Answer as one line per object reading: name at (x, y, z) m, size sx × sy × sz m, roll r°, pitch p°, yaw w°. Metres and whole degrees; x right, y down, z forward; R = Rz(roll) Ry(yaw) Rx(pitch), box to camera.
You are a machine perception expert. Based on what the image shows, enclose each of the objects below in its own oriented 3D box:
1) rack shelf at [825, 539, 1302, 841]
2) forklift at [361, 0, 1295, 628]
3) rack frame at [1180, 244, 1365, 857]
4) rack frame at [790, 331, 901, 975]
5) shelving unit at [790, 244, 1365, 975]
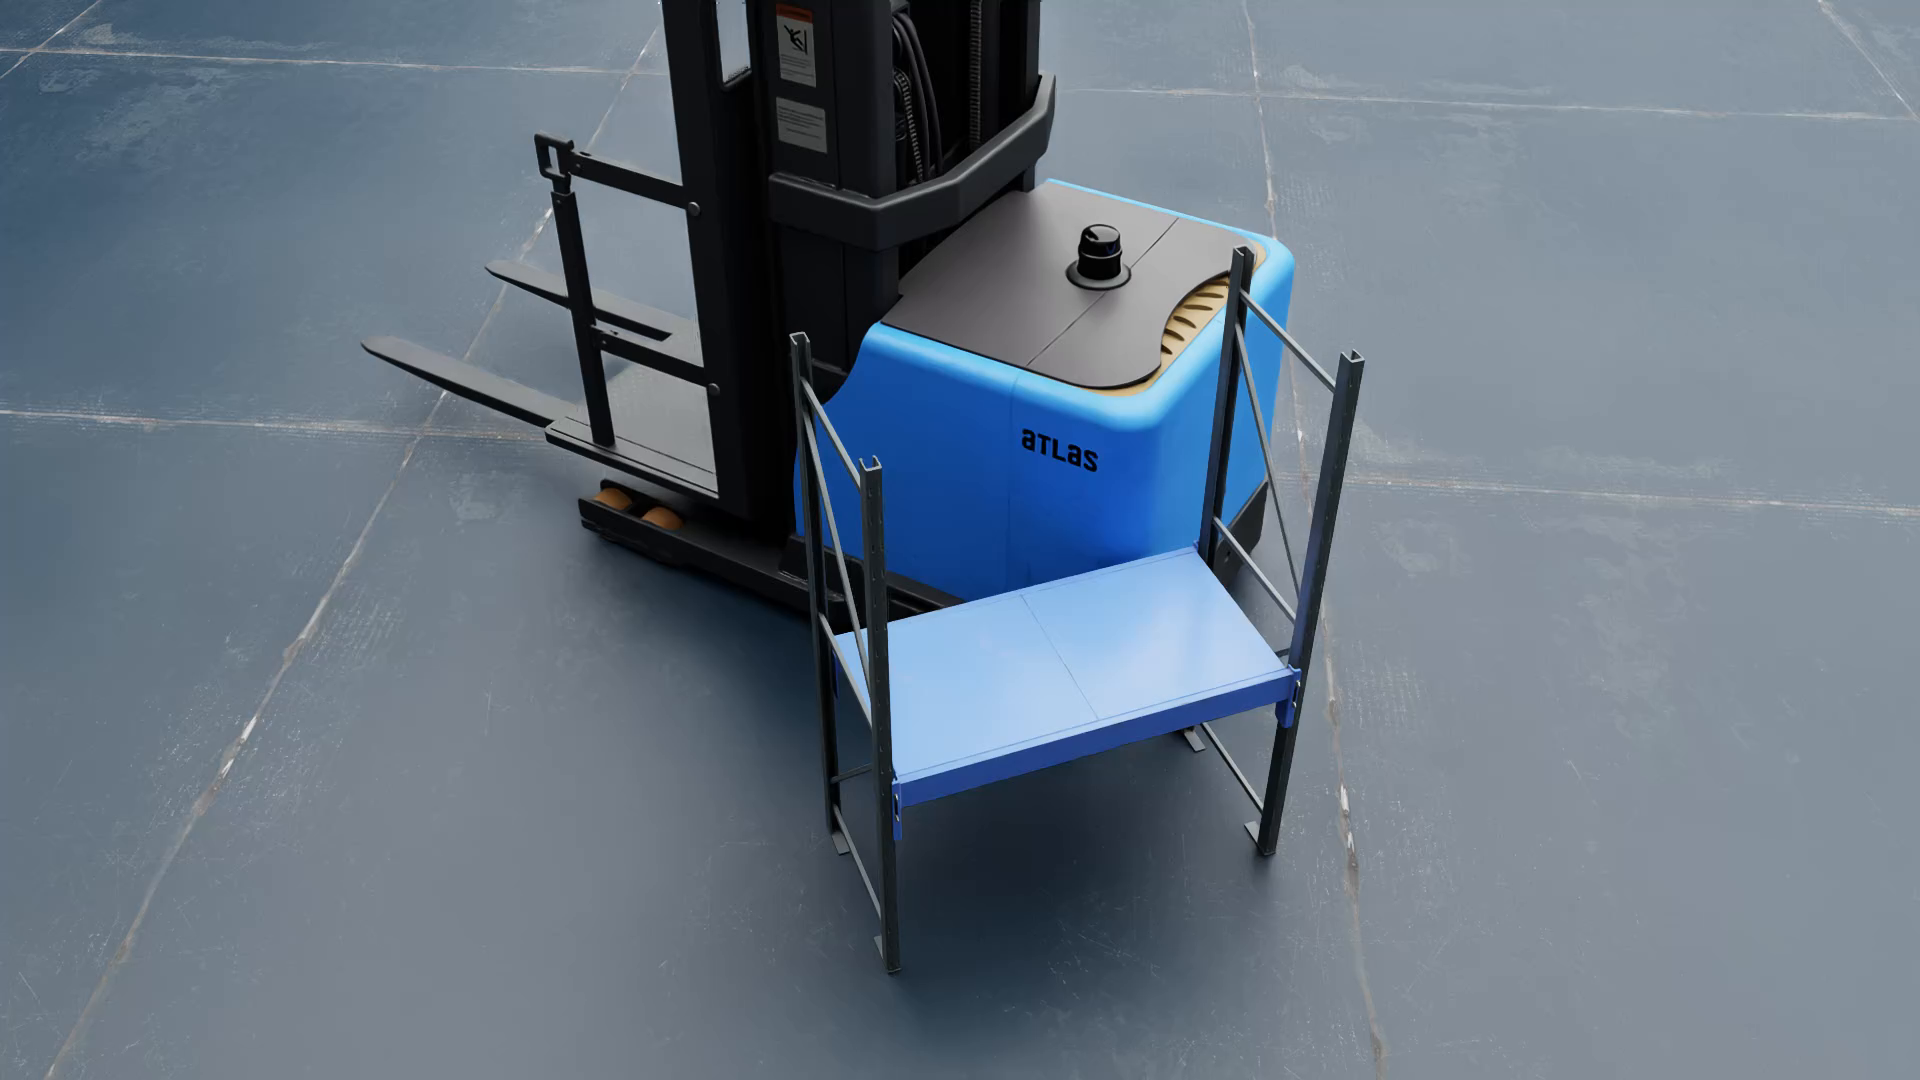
rack shelf at (0.230, 0.332, 3.940) m, size 1.000 × 0.185 × 0.538 m, roll -13°, pitch 41°, yaw -16°
forklift at (-0.597, -1.335, 4.568) m, size 3.031 × 2.935 × 1.130 m, roll 21°, pitch 43°, yaw 23°
rack frame at (0.706, 0.078, 3.966) m, size 0.032 × 1.500 × 0.500 m, roll -13°, pitch 41°, yaw -16°
rack frame at (-0.245, 0.306, 3.686) m, size 0.032 × 1.500 × 0.500 m, roll -13°, pitch 41°, yaw -16°
shelving unit at (0.230, 0.192, 3.826) m, size 1.048 × 1.500 × 0.538 m, roll -13°, pitch 41°, yaw -16°
